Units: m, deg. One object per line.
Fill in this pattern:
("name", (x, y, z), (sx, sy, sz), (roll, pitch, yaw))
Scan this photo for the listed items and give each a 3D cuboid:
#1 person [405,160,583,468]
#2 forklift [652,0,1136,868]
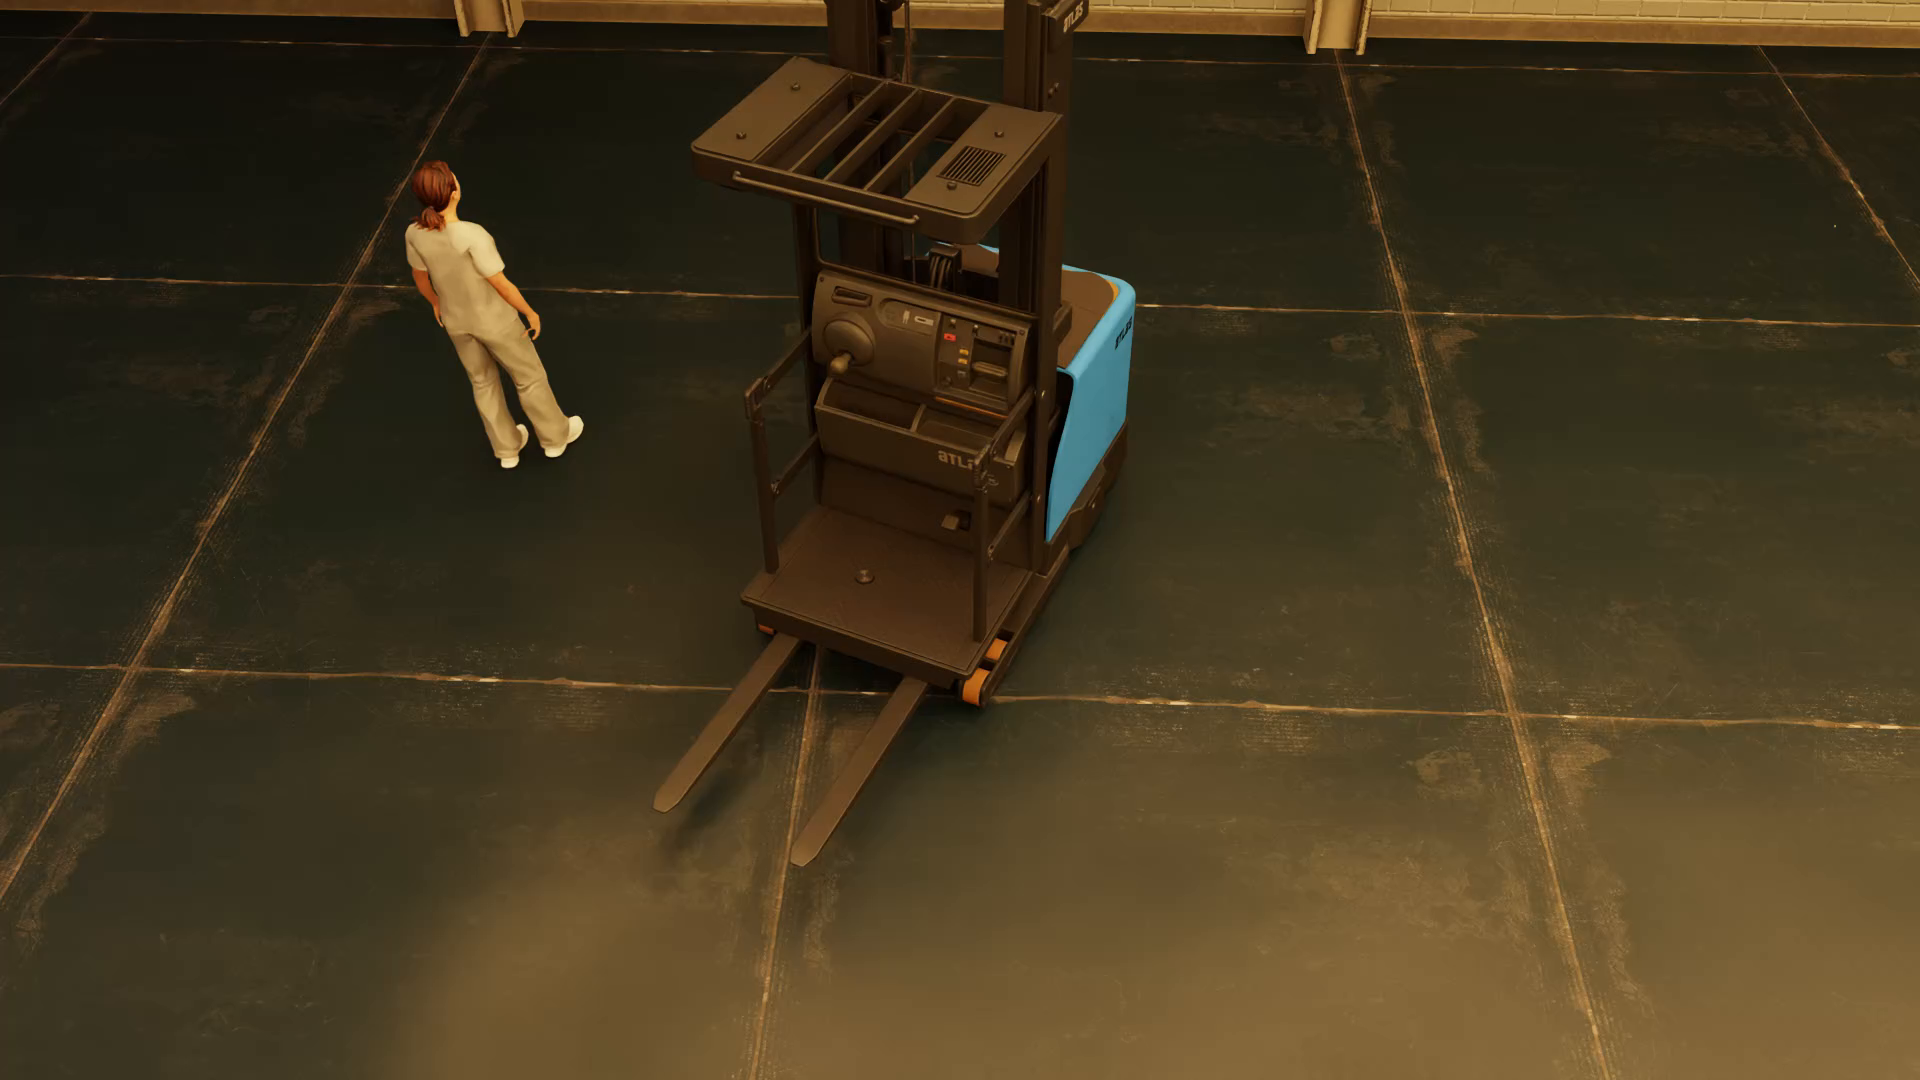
("person", (-2.227, -1.077, 7.850), (0.555, 1.678, 0.542), (10, 43, 11))
("forklift", (-0.257, -0.709, 6.519), (1.130, 2.935, 3.031), (17, 45, 18))
